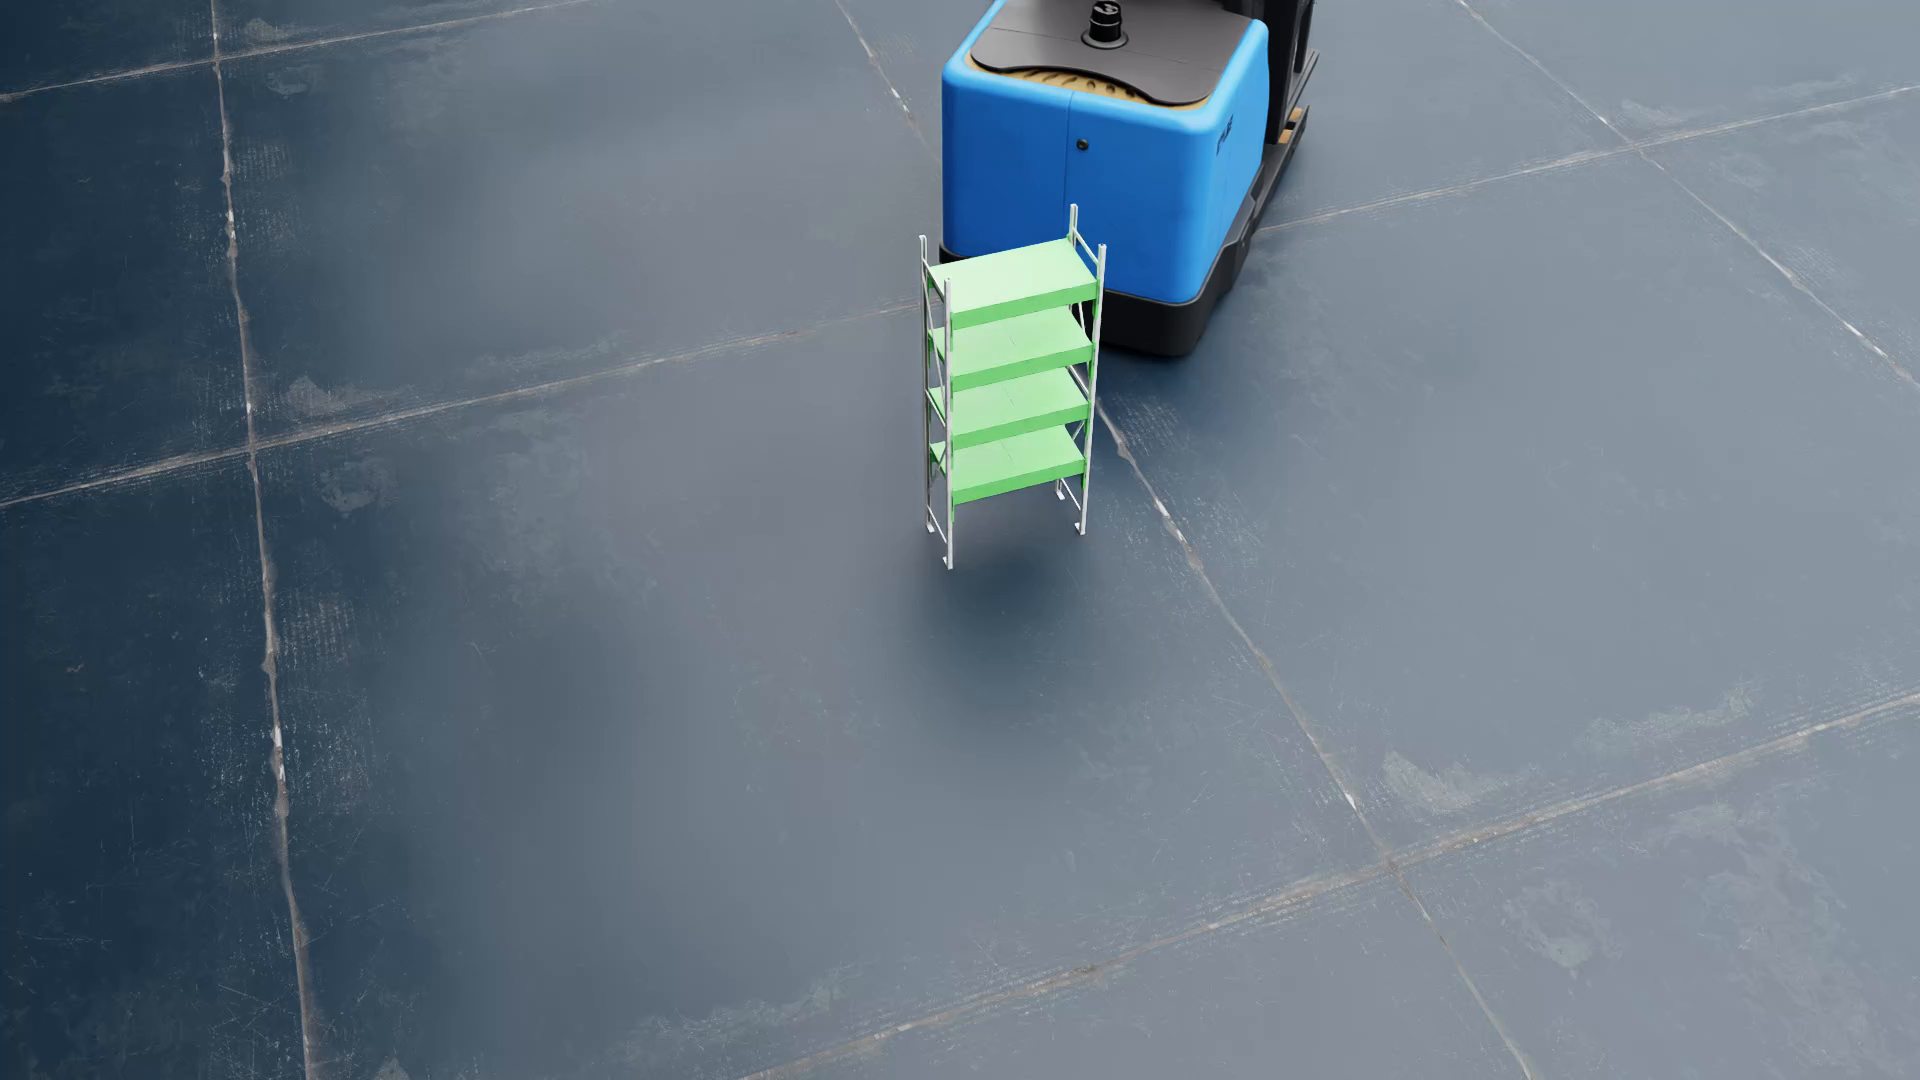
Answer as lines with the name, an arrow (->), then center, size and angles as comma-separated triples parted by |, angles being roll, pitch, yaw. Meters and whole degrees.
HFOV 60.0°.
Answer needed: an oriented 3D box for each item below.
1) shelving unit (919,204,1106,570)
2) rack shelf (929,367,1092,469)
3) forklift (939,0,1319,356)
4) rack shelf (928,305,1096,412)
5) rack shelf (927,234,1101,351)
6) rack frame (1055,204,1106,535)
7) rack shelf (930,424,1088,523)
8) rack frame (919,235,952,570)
shelving unit -> 0.156, -0.463, 5.365 | 0.503, 1.200, 0.258 | -14, 47, -14
rack shelf -> 0.156, -0.418, 5.410 | 0.480, 0.148, 0.258 | -14, 47, -14
forklift -> 0.929, -2.797, 6.468 | 1.130, 2.935, 3.031 | 16, 47, 15
rack shelf -> 0.156, -0.588, 5.240 | 0.480, 0.148, 0.258 | -14, 47, -14
rack shelf -> 0.156, -0.757, 5.070 | 0.480, 0.148, 0.258 | -14, 47, -14
rack frame -> 0.385, -0.522, 5.423 | 0.015, 1.200, 0.240 | -14, 47, -14
rack shelf -> 0.156, -0.249, 5.580 | 0.480, 0.148, 0.258 | -14, 47, -14
rack frame -> -0.074, -0.405, 5.306 | 0.015, 1.200, 0.240 | -14, 47, -14
